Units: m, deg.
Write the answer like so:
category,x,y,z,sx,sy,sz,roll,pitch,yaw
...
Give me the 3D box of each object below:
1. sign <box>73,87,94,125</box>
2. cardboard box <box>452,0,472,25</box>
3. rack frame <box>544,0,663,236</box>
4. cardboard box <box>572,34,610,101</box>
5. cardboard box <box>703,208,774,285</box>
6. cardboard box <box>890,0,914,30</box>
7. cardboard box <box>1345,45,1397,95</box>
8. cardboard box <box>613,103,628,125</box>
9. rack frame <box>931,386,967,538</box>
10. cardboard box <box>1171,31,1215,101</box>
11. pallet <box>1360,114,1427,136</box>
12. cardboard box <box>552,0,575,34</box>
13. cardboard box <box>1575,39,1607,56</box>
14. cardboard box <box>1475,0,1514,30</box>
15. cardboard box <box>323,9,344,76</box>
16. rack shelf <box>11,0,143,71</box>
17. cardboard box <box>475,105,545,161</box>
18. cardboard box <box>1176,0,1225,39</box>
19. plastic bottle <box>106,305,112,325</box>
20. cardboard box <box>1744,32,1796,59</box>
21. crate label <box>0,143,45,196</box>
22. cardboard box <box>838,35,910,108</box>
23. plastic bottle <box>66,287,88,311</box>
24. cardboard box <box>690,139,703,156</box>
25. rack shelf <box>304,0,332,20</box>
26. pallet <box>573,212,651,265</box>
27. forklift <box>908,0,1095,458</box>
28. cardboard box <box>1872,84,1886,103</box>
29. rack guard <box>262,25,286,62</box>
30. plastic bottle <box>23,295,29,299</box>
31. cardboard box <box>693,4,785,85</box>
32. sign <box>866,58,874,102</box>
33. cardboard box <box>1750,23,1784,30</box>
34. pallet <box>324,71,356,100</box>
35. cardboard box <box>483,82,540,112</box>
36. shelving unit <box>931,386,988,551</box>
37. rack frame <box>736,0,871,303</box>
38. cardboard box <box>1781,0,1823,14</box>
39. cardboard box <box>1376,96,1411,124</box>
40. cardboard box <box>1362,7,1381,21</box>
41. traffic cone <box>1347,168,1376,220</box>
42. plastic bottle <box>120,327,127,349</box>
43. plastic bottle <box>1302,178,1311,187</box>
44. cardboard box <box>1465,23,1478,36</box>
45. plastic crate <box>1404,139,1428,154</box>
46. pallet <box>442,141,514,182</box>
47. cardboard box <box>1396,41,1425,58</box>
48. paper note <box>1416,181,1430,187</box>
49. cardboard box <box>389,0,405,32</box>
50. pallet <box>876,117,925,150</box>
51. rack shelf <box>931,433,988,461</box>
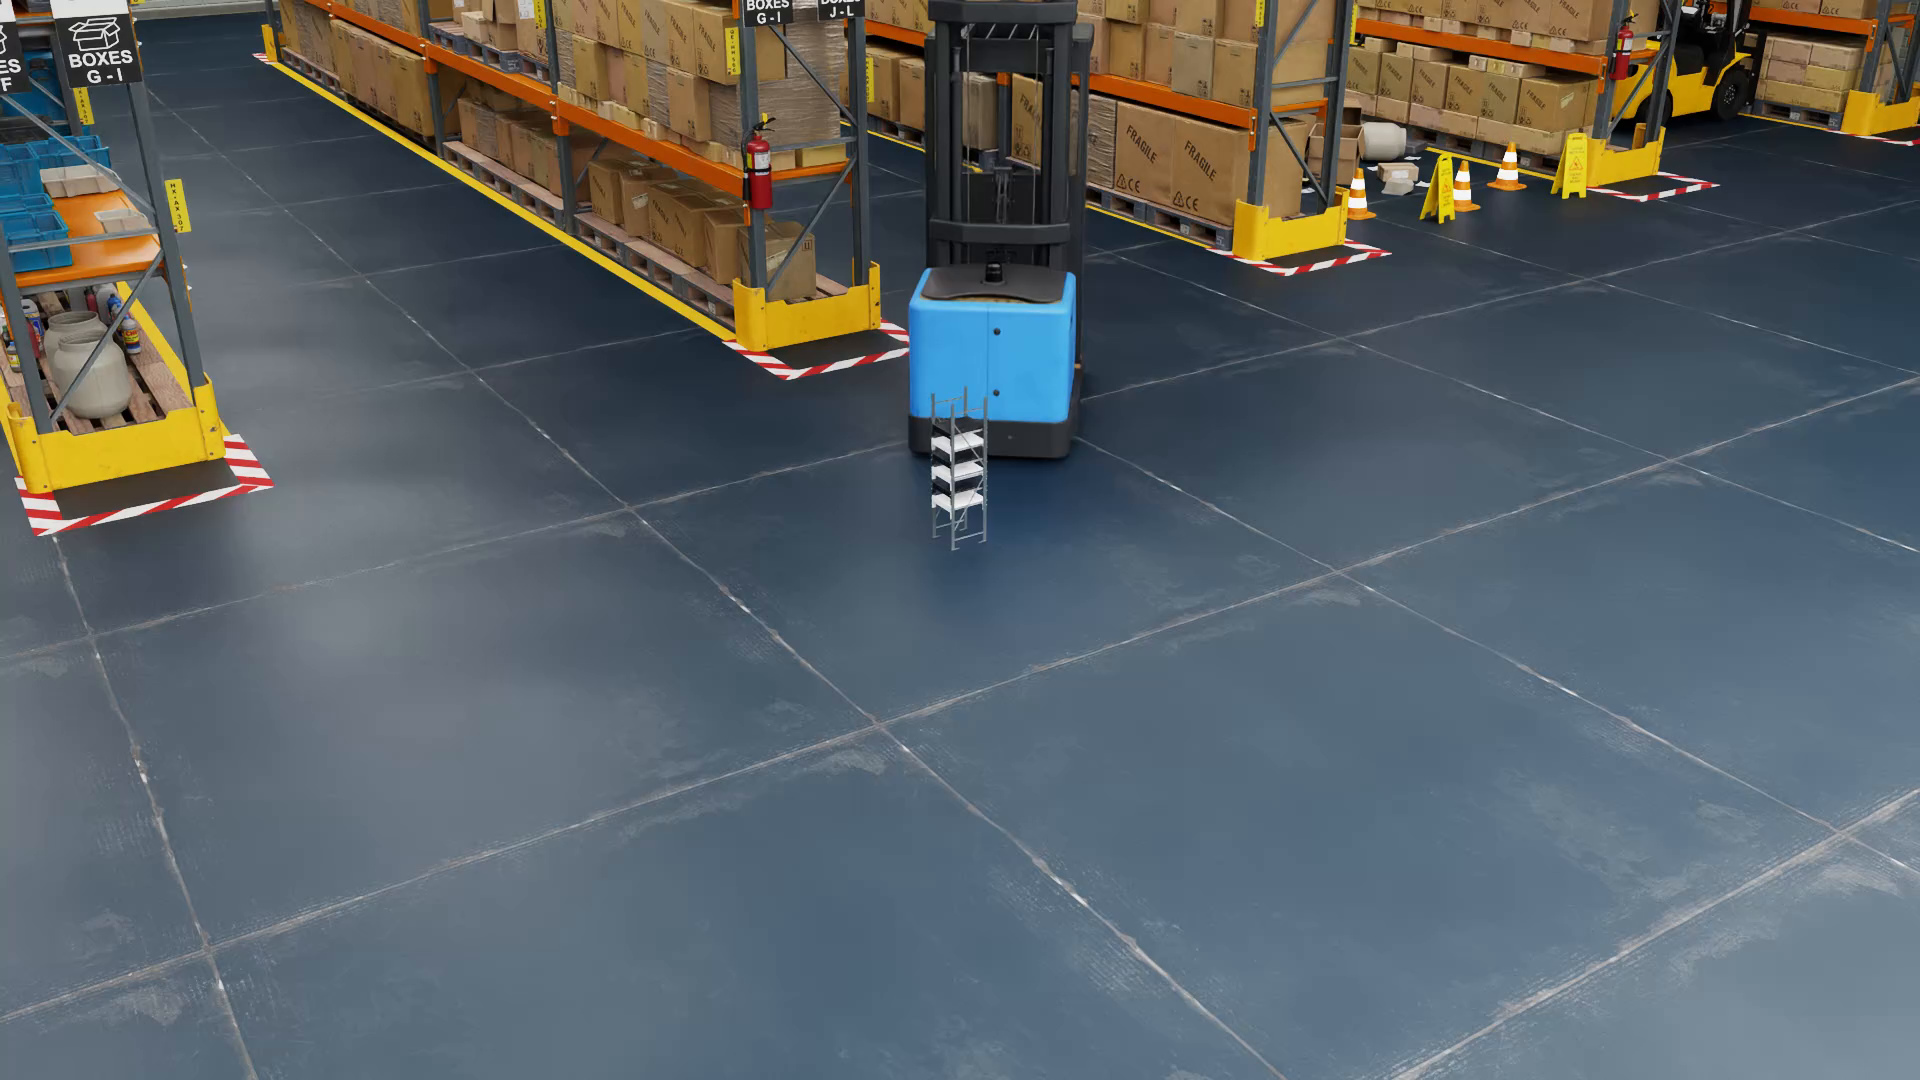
category,x,y,z,sx,sy,sz,roll,pitch,yaw
sign,-7.021,-3.493,13.311,0.100,0.325,0.005,-16,29,-30
cardboard box,-5.194,-5.880,18.083,0.500,0.500,0.500,-20,32,-36
rack frame,-3.338,-4.398,15.552,1.000,3.000,0.127,-16,29,-30
cardboard box,-2.901,-4.215,14.700,0.875,0.500,0.500,-16,29,-30
cardboard box,-1.837,-2.460,13.883,0.500,0.500,0.500,-8,26,-16
cardboard box,-0.467,-6.230,19.316,0.500,0.500,0.500,-16,30,-30
cardboard box,5.061,-5.719,20.201,0.500,0.500,0.500,-14,29,-27
cardboard box,-2.770,-3.696,14.360,0.380,0.149,0.250,-16,29,-30
rack frame,-0.060,-0.446,9.641,0.240,0.900,0.006,-16,29,-30
cardboard box,2.497,-4.469,15.526,0.875,0.550,0.550,-16,29,-30
pallet,5.361,-5.214,20.548,1.003,0.211,1.213,-16,29,-30
cardboard box,-3.306,-4.810,14.788,0.500,0.500,0.500,-16,29,-30
cardboard box,6.765,-5.247,17.645,0.380,0.149,0.250,-14,29,-28
cardboard box,6.082,-5.946,18.367,0.500,0.500,0.500,-16,29,-30
cardboard box,-7.999,-6.743,22.517,0.875,0.875,0.875,-16,29,-30
rack shelf,-6.396,-3.559,11.105,1.077,0.370,4.000,-16,29,-30
cardboard box,-4.826,-4.467,18.111,0.700,0.500,0.500,-18,31,-34
cardboard box,2.509,-4.960,15.303,0.875,0.550,0.550,-16,29,-30
plastic bottle,-6.441,-1.735,12.674,0.097,0.201,0.097,0,25,0
cardboard box,10.225,-6.285,21.107,0.500,0.250,0.500,-15,29,-29
crate label,-6.536,-2.424,11.330,0.502,0.435,0.616,-16,29,-30
cardboard box,-1.054,-5.882,20.840,1.050,0.750,0.750,-16,30,-30
plastic bottle,-6.901,-1.936,13.012,0.152,0.276,0.135,-16,29,-30
cardboard box,-1.922,-3.167,13.240,0.380,0.149,0.250,-16,29,-30
rack shelf,-8.797,-7.649,23.283,1.077,0.370,4.000,-16,29,-30
pallet,-2.942,-2.905,15.656,1.003,0.211,1.213,-16,29,-30
forklift,0.336,-2.450,11.506,1.130,2.935,3.031,3,25,6
cardboard box,11.201,-5.602,20.833,0.500,0.250,0.500,-15,29,-29
rack guard,-9.902,-7.568,25.196,1.175,0.500,0.348,-16,29,-30
plastic bottle,-7.274,-1.893,12.834,0.144,0.351,0.185,-16,29,-30
cardboard box,-1.662,-3.738,12.518,0.500,0.500,0.500,-16,29,-30
sign,-0.700,-3.485,12.605,0.100,0.325,0.005,-16,29,-30
cardboard box,10.388,-6.594,21.761,0.500,0.250,0.500,-16,30,-31
pallet,-8.055,-6.289,22.824,1.003,0.211,1.213,-16,29,-30
cardboard box,-4.833,-4.816,17.973,0.500,0.250,0.500,-12,28,-24
shelving unit,-0.004,-0.410,9.564,0.258,0.900,0.210,-16,29,-30
rack frame,-1.155,-2.967,12.522,1.000,3.000,0.127,-16,29,-30
cardboard box,10.541,-6.783,20.487,0.500,0.500,0.500,-15,29,-28
cardboard box,5.362,-5.192,19.963,0.500,0.250,0.500,-14,29,-27
cardboard box,5.049,-6.328,19.935,0.380,0.149,0.250,-15,29,-28
traffic cone,3.956,-3.461,16.539,0.336,0.463,0.334,-16,29,-30
plastic bottle,-6.090,-1.505,12.186,0.097,0.201,0.097,0,25,0
plastic bottle,3.615,-3.848,17.830,0.283,0.061,0.133,18,31,33
cardboard box,5.947,-5.798,18.813,0.380,0.149,0.250,-16,29,-30
plastic crate,5.135,-4.634,19.473,0.583,0.080,0.402,18,31,33
pallet,-5.096,-4.288,18.586,1.003,0.211,1.213,-16,29,-30
cardboard box,5.361,-5.770,19.550,0.380,0.149,0.250,-14,29,-28
paper note,4.965,-3.808,17.781,0.142,0.019,0.148,18,31,33
cardboard box,-6.266,-6.172,19.194,0.500,0.500,0.500,-16,30,-30
pallet,-0.282,-4.952,19.992,1.003,0.211,1.213,-16,29,-30
rack shelf,-0.004,-0.542,9.501,0.258,0.077,0.200,-16,29,-30
